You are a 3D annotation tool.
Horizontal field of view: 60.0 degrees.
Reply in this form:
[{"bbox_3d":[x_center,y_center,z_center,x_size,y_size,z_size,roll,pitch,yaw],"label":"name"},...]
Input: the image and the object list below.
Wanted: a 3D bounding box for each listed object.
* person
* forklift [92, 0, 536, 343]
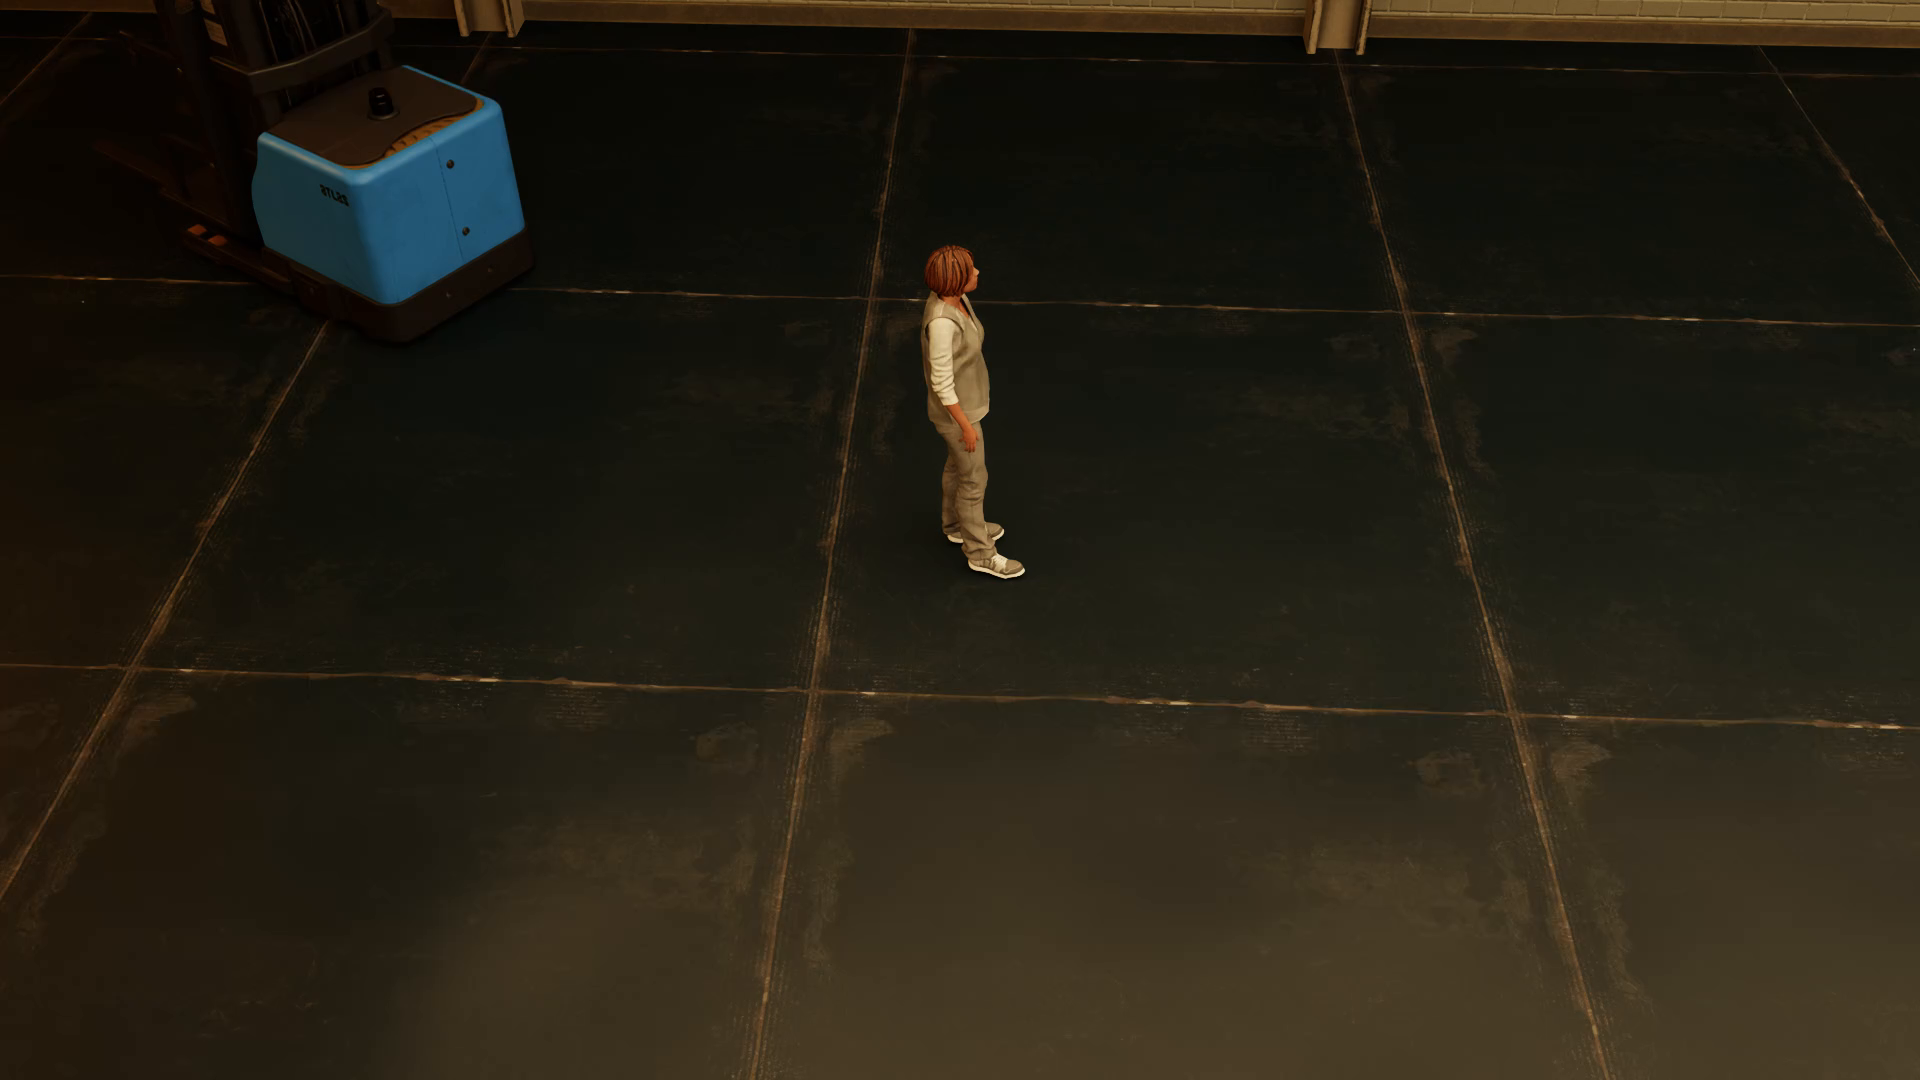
[{"bbox_3d":[0.073,-0.581,7.362,0.475,1.590,0.520,2,42,2],"label":"person"},{"bbox_3d":[-3.935,-2.946,8.969,3.031,2.935,1.130,26,48,25],"label":"forklift"}]
